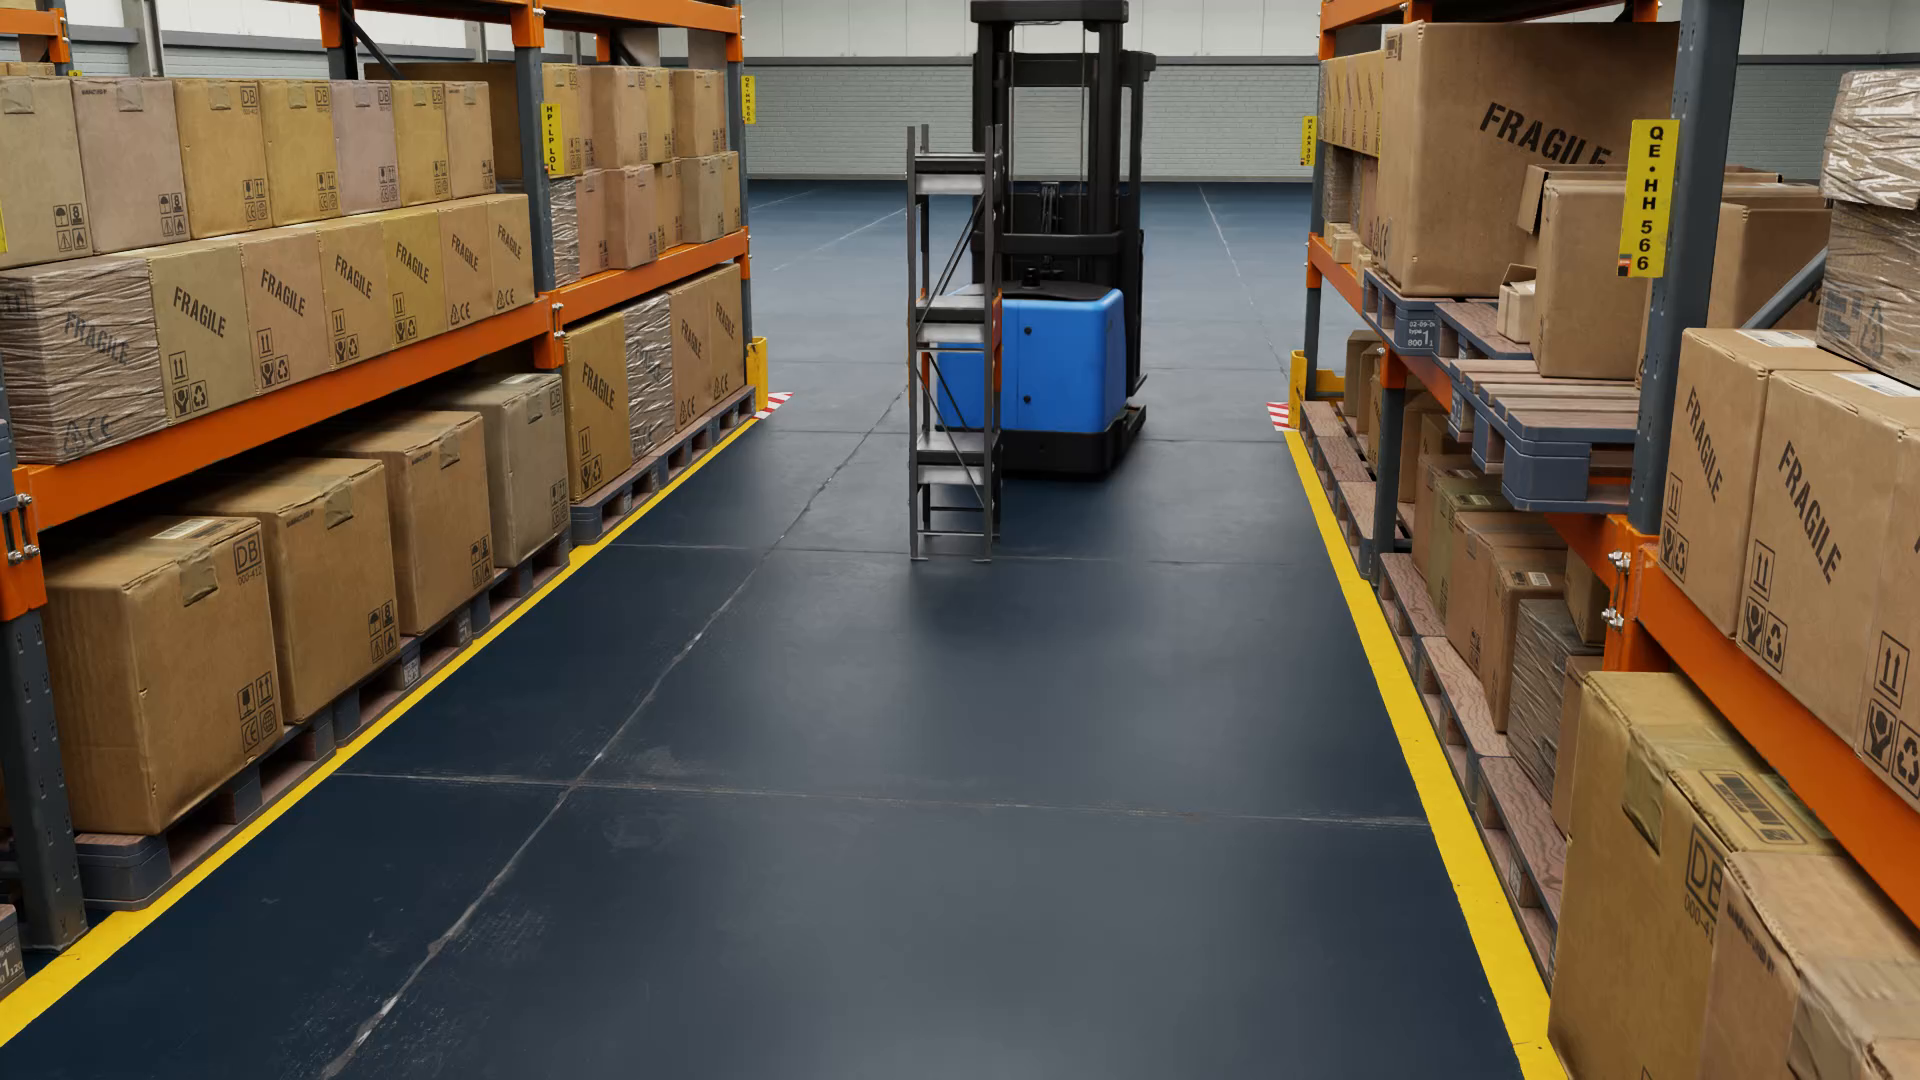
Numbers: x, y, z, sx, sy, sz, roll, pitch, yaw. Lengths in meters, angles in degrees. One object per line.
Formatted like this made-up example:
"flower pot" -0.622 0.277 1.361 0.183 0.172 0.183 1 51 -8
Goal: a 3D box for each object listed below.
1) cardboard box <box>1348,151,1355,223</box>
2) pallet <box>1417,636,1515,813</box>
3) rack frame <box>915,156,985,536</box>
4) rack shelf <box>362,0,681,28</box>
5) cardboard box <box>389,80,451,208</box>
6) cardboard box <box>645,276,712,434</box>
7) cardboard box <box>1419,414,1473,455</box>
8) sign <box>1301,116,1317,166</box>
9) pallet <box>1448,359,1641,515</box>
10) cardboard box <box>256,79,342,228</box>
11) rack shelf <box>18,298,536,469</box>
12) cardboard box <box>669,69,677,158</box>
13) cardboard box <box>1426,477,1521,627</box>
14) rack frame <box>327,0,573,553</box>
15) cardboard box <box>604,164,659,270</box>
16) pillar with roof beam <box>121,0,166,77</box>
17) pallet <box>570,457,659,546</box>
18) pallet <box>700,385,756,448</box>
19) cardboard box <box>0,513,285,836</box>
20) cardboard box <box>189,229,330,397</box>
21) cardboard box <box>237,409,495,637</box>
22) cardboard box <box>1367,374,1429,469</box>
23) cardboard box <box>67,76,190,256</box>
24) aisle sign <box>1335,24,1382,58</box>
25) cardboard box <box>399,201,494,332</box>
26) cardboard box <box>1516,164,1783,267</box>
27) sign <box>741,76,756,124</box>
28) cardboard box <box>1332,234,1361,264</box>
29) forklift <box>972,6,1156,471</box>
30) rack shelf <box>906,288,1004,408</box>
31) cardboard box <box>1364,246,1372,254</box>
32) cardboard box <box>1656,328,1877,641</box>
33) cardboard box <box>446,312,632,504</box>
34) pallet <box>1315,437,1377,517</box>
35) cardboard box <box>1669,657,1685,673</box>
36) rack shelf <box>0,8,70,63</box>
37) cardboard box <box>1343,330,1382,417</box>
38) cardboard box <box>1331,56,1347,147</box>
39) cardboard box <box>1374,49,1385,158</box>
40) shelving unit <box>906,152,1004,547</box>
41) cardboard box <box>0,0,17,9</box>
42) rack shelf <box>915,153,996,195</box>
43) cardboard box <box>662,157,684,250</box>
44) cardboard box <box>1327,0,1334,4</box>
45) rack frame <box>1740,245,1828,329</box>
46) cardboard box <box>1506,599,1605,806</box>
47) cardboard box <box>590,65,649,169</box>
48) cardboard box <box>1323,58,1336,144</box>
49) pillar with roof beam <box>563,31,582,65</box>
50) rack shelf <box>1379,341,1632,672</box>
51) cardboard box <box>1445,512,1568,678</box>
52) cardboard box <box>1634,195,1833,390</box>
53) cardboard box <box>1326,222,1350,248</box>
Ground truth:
"cardboard box" 2.868 -2.175 10.196 0.875 0.500 0.500 2 15 6
"pallet" 2.222 0.645 5.872 1.003 0.211 1.213 2 15 6
"rack frame" -0.048 -0.907 7.995 0.380 1.831 0.006 2 15 6
"rack shelf" -2.248 -3.106 9.661 0.919 0.124 3.809 2 15 6
"cardboard box" -2.580 -1.661 6.952 0.700 0.500 0.500 1 15 5
"cardboard box" -2.130 -1.201 10.623 0.875 0.875 0.875 1 15 5
"cardboard box" 2.528 -0.319 8.079 0.500 0.500 0.500 1 15 5
"sign" 2.356 -2.692 11.211 0.100 0.325 0.005 2 15 6
"pallet" 1.967 -0.278 4.312 1.213 0.211 1.003 2 15 6
"cardboard box" -2.695 -1.399 5.983 0.700 0.500 0.500 2 15 6
"rack shelf" -2.699 -0.621 6.216 0.919 0.124 3.809 2 15 6
"cardboard box" -2.271 -2.642 10.330 0.875 0.550 0.550 2 15 6
"cardboard box" 2.280 0.056 6.655 0.700 0.500 0.500 2 15 6
"rack frame" -2.473 -1.393 8.066 1.000 3.000 0.127 2 15 6
"cardboard box" -2.226 -1.841 9.437 0.875 0.550 0.550 2 15 6
"pillar with roof beam" -7.227 -8.422 22.570 9.100 9.000 0.400 2 15 6
"pallet" -2.310 -0.241 9.151 1.003 0.211 1.213 2 15 6
"pallet" -2.035 -0.874 11.491 1.003 0.211 1.213 2 15 6
"cardboard box" -2.767 0.373 5.042 1.050 0.750 0.750 1 15 5
"cardboard box" -2.494 -0.775 5.589 0.500 0.500 0.500 2 15 6
"cardboard box" -2.567 -0.096 6.775 1.050 0.750 0.750 2 15 6
"cardboard box" 2.578 -0.631 9.234 0.500 0.500 0.500 0 15 1
"cardboard box" -2.808 -1.133 5.000 0.700 0.500 0.500 1 15 5
"aisle sign" 2.604 -3.538 11.018 0.394 0.787 0.004 2 15 6
"cardboard box" -2.324 -1.167 7.039 0.500 0.500 0.500 2 15 6
"cardboard box" 2.340 -1.021 5.688 0.797 0.503 0.637 3 15 12
"sign" -1.484 -3.084 11.648 0.100 0.325 0.005 2 15 6
"cardboard box" 2.360 -1.683 9.622 0.380 0.149 0.250 2 15 6
"forklift" 0.679 -2.152 11.007 1.121 2.935 3.031 3 16 12
"rack shelf" -0.019 -0.958 8.233 0.431 0.518 0.480 2 15 6
"cardboard box" 2.366 -1.486 8.893 0.380 0.149 0.250 2 15 6
"cardboard box" 1.667 -0.113 3.142 0.500 0.500 0.500 2 15 8
"cardboard box" -2.333 -0.731 8.884 0.875 0.875 0.875 2 15 7
"pallet" 2.619 -0.367 9.614 1.003 0.211 1.213 2 15 6
"cardboard box" 2.038 0.275 4.409 0.500 0.250 0.500 2 15 9
"rack shelf" -7.177 -3.132 10.129 1.077 0.370 4.000 2 15 6
"cardboard box" 2.808 -1.092 10.940 0.500 0.500 0.500 5 16 17
"cardboard box" 2.444 -2.538 9.626 0.500 0.500 0.500 2 15 6
"cardboard box" 2.221 -2.020 7.708 0.500 0.500 0.500 2 15 6
"shelving unit" -5.811 -2.638 8.370 12.070 5.092 0.667 2 15 6
"cardboard box" -6.710 -3.710 11.371 0.380 0.149 0.250 2 15 7
"rack shelf" -0.019 -1.765 8.014 0.368 0.174 0.457 2 15 6
"cardboard box" -2.247 -2.120 10.469 0.875 0.550 0.550 2 15 6
"cardboard box" 2.584 -3.516 10.459 0.500 0.250 0.500 2 15 8
"rack frame" 1.989 -0.183 3.592 0.949 2.616 0.053 2 15 6
"cardboard box" 2.098 0.493 5.039 0.700 0.500 0.500 0 15 2
"cardboard box" -2.253 -2.363 9.299 0.875 0.550 0.550 2 15 6
"cardboard box" 2.499 -2.668 10.106 0.500 0.500 0.500 2 15 6
"pillar with roof beam" -5.196 -13.091 39.835 9.100 9.000 0.400 2 15 6
"rack shelf" 2.218 -0.354 5.604 1.077 0.370 4.000 2 15 6
"cardboard box" 2.218 0.201 6.119 0.730 0.500 0.544 1 15 5
"cardboard box" 2.013 -0.575 4.046 0.500 0.500 0.500 0 15 -1
"cardboard box" 2.535 -1.941 10.575 0.380 0.149 0.250 2 15 6
